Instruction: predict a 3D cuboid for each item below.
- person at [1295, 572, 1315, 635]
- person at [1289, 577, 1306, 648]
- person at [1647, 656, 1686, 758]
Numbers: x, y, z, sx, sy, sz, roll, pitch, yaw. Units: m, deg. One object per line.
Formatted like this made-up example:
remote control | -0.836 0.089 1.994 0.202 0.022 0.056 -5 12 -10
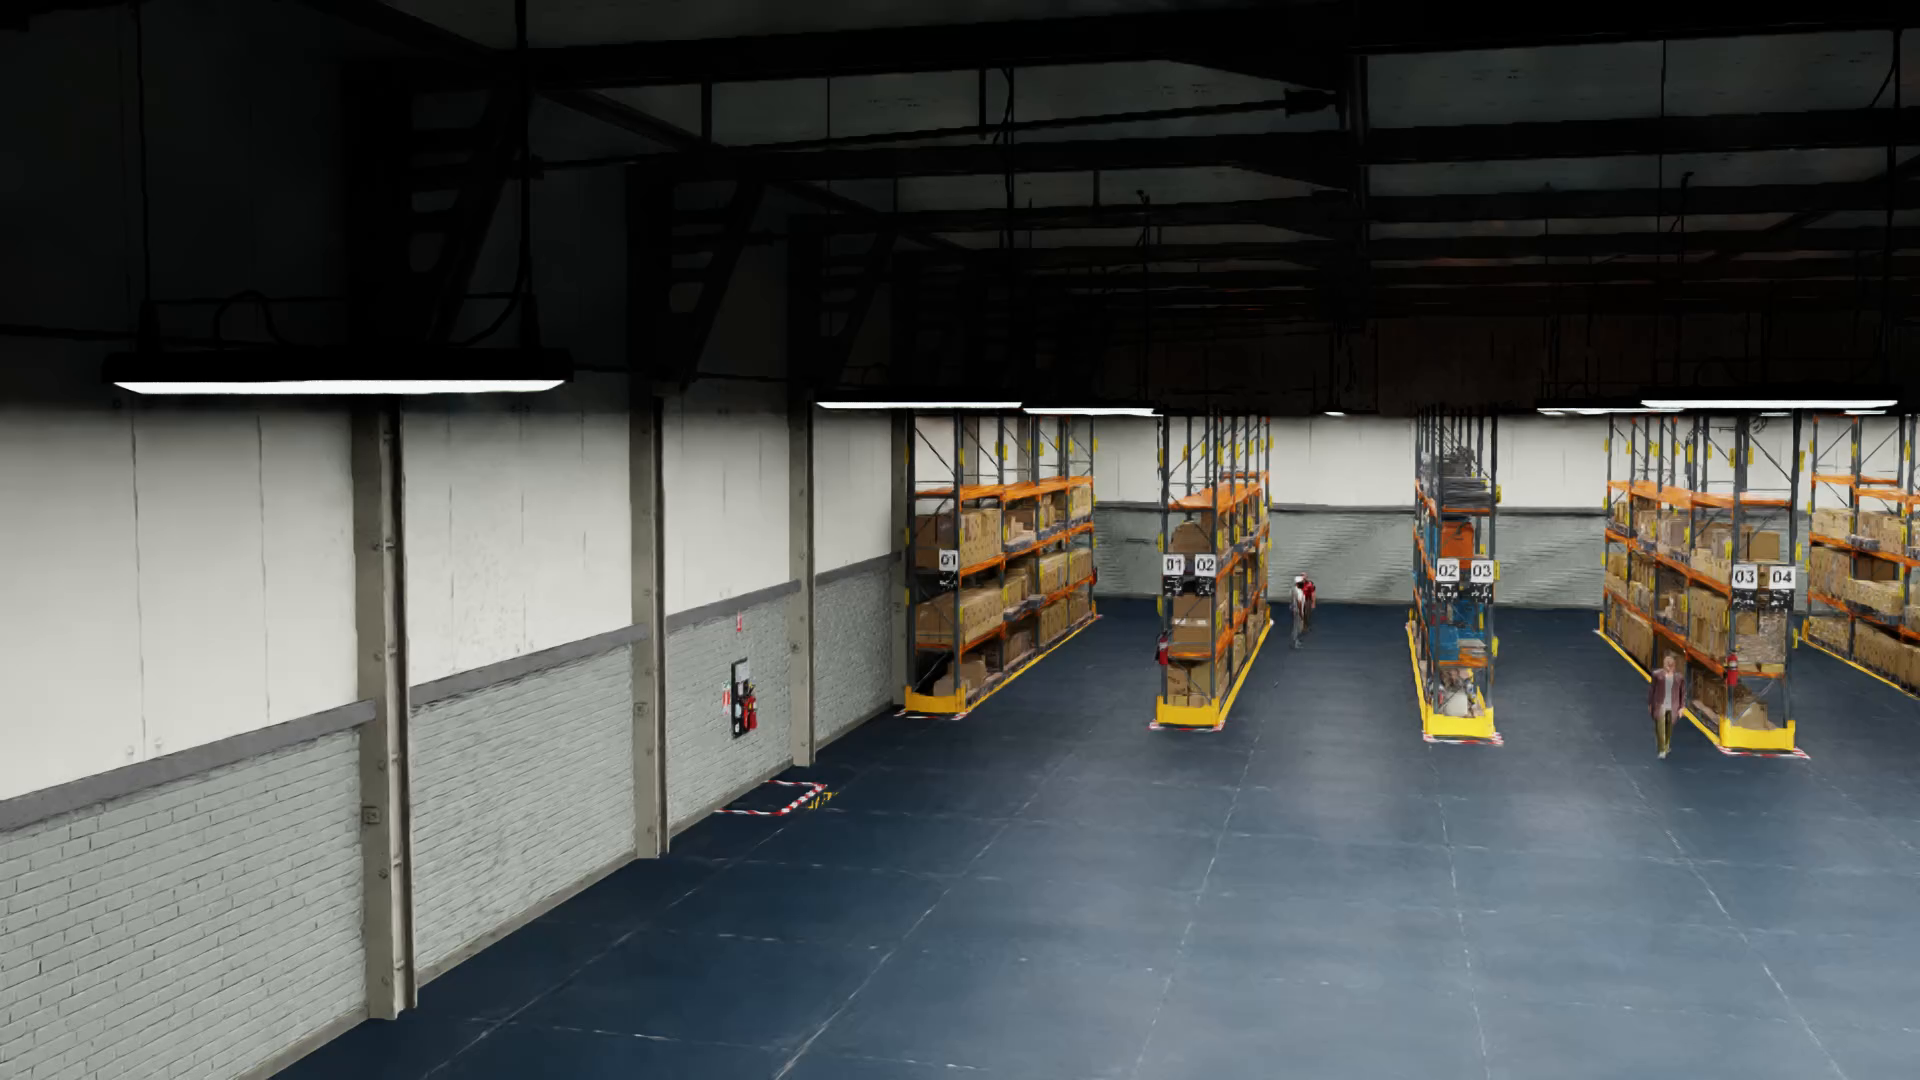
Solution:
person | 9.160 1.667 44.194 0.556 1.669 1.040 1 4 13
person | 8.483 1.795 41.565 0.465 1.771 0.645 0 4 -4
person | 11.982 2.805 28.153 0.588 1.700 1.193 1 4 12
